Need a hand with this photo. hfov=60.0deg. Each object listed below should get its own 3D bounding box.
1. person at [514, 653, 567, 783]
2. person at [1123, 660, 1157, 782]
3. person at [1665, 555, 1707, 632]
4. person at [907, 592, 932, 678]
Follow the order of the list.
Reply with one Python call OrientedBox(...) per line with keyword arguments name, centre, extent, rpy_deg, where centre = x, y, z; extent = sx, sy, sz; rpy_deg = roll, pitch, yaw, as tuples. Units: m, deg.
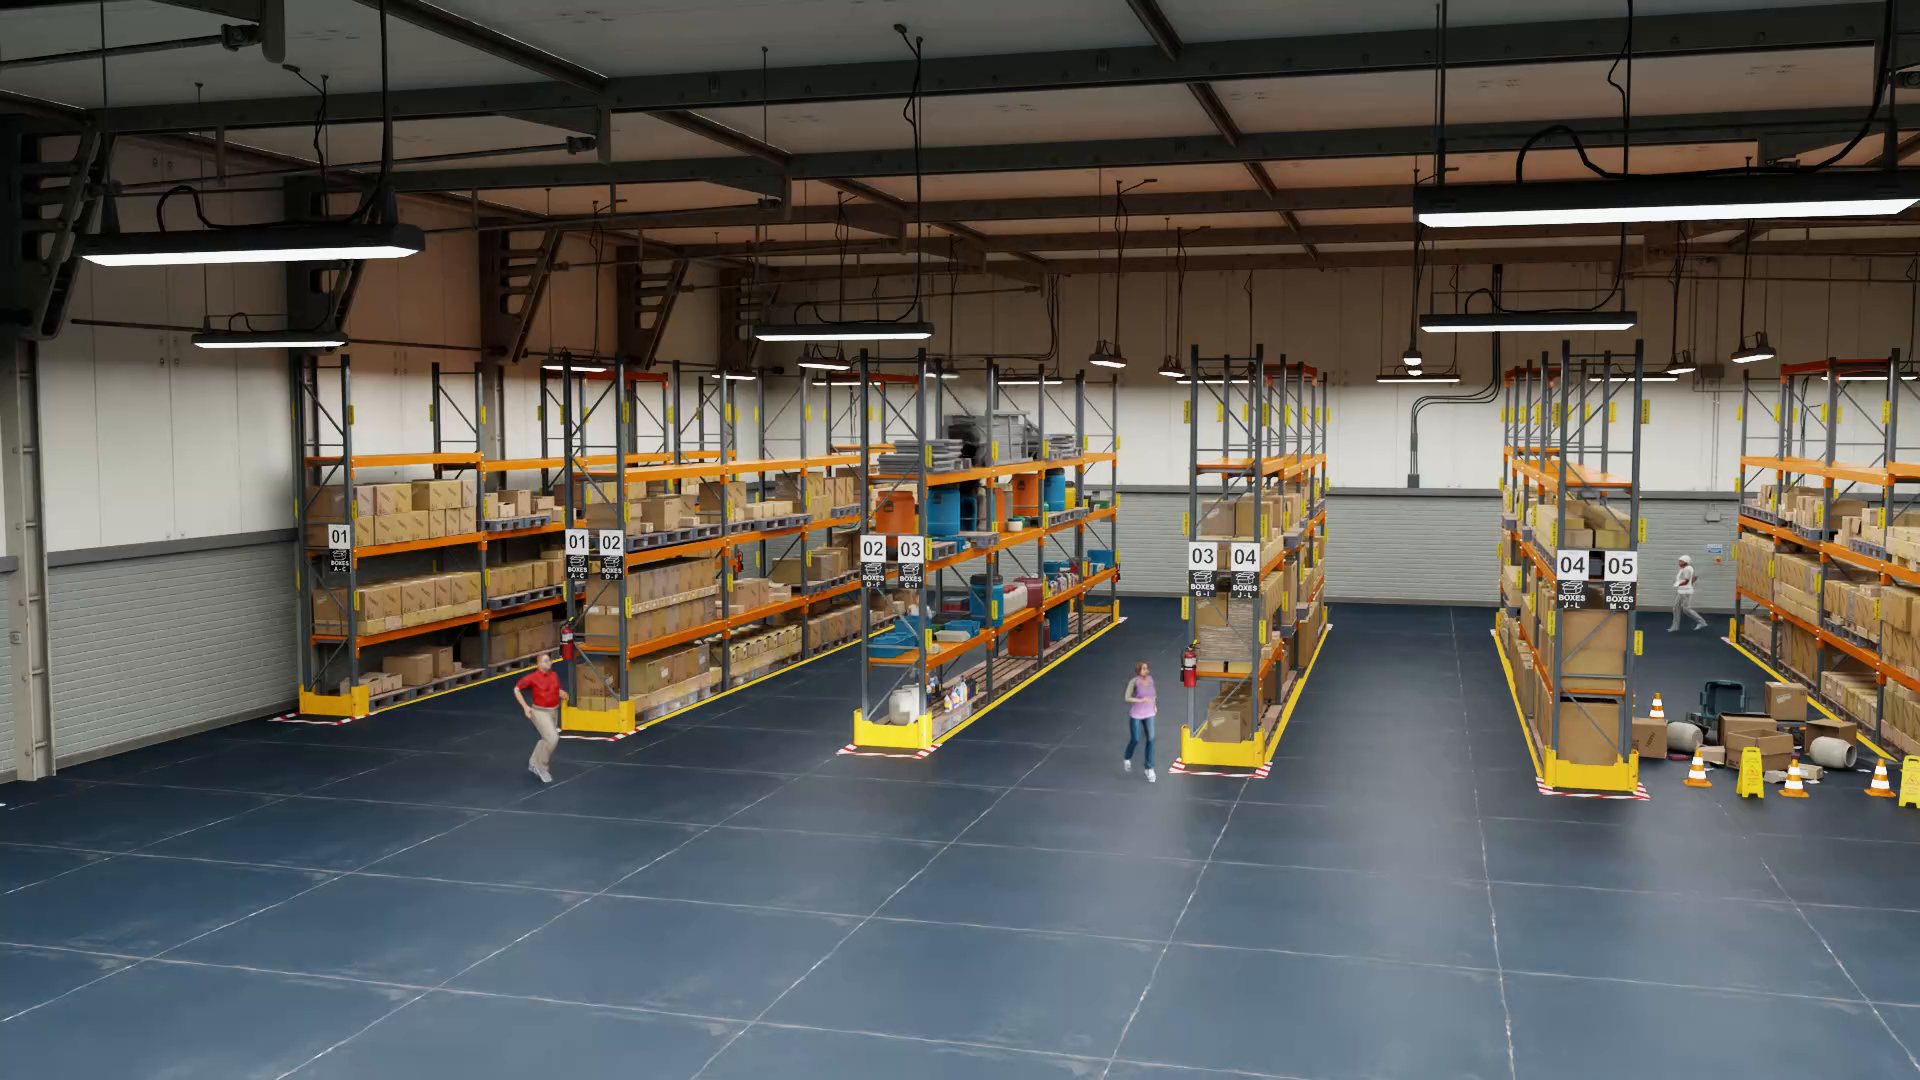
OrientedBox(name="person", centre=(-5.684, 2.446, 22.817), extent=(0.742, 1.781, 0.633), rpy_deg=(2, 5, 26))
OrientedBox(name="person", centre=(2.496, 2.469, 23.002), extent=(0.573, 1.631, 0.764), rpy_deg=(-2, 5, -21))
OrientedBox(name="person", centre=(16.663, 1.250, 38.106), extent=(0.883, 1.801, 0.696), rpy_deg=(2, 5, 21))
OrientedBox(name="person", centre=(-0.777, 1.800, 31.670), extent=(0.553, 1.658, 0.726), rpy_deg=(1, 4, 13))
